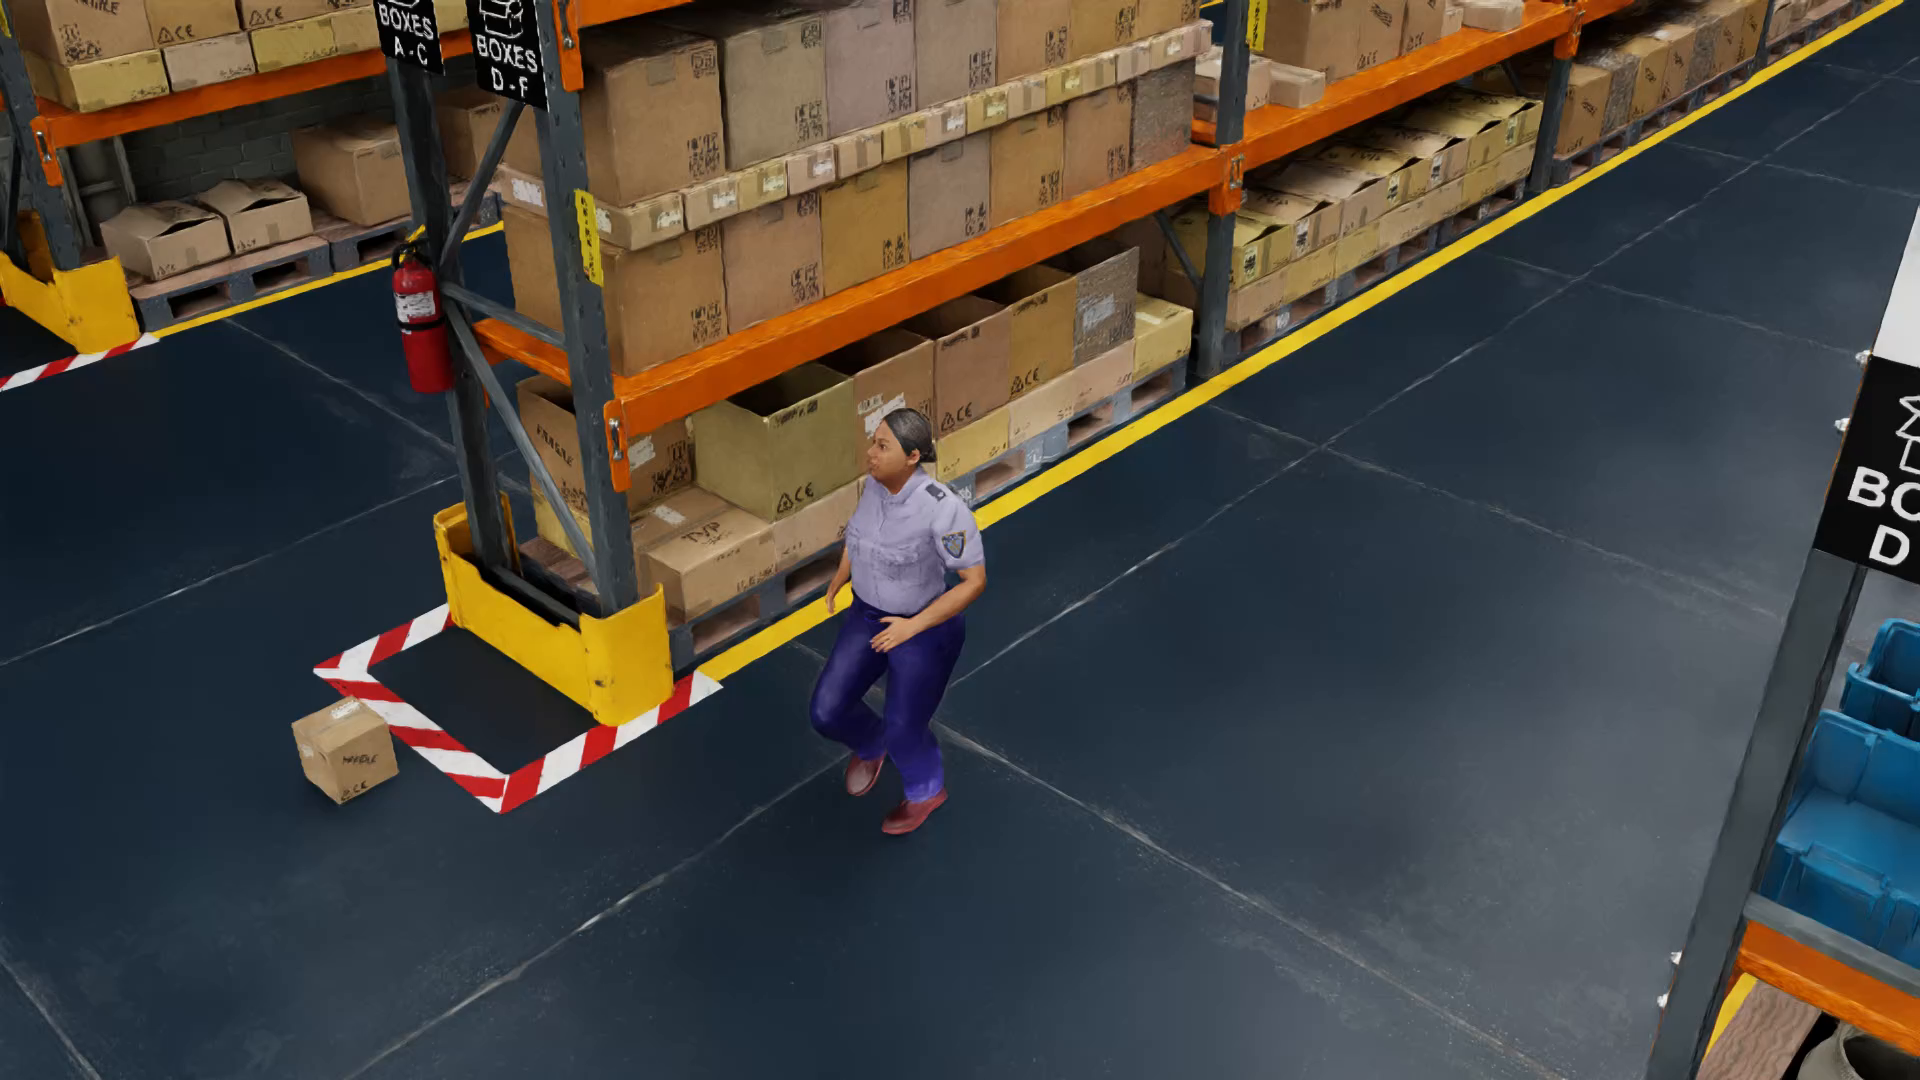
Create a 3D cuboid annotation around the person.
[{"bbox_3d":[-0.216,0.316,5.675,0.665,1.607,0.530,22,38,32],"label":"person"}]
